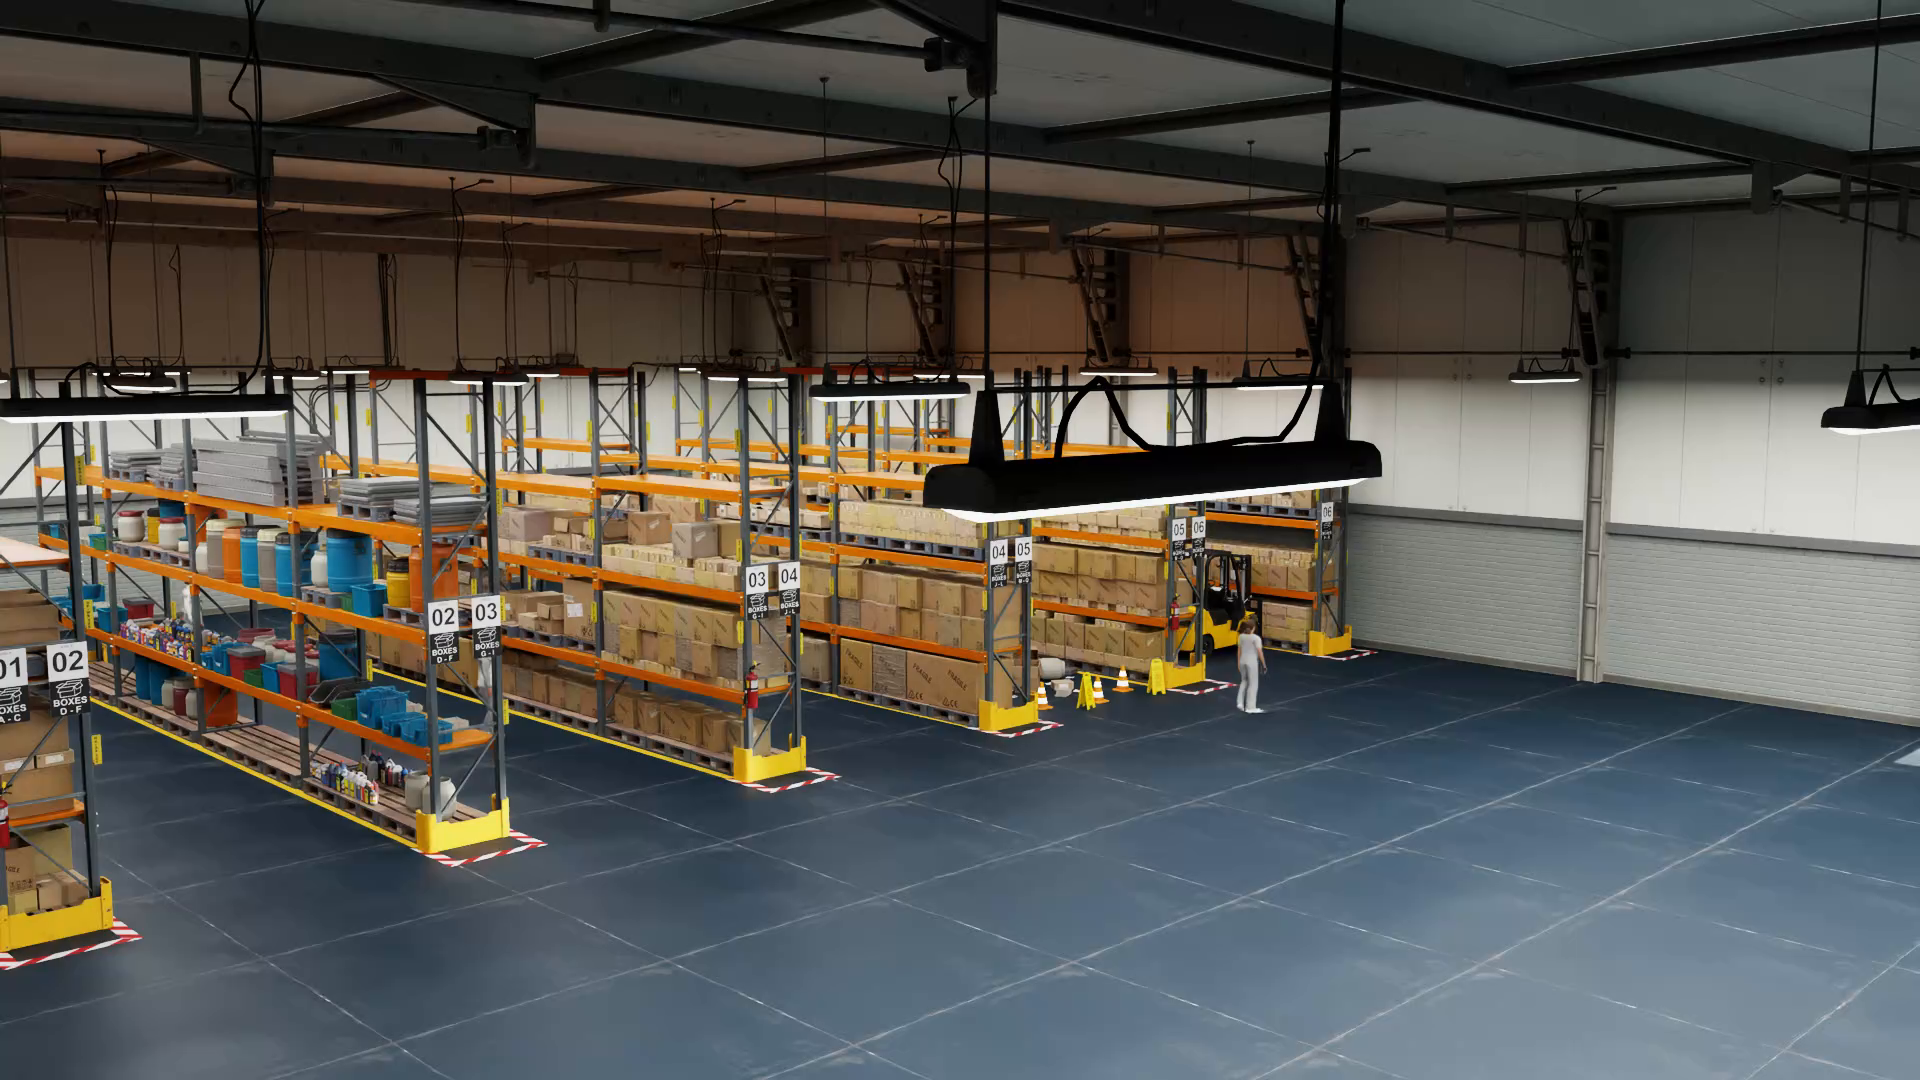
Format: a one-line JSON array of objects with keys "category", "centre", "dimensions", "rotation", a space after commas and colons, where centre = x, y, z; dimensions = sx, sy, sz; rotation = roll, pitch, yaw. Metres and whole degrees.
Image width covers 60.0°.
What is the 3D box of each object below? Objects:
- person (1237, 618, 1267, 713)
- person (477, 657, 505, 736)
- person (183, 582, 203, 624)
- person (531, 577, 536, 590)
[{"category": "person", "centre": [5.134, 2.229, 29.268], "dimensions": [0.367, 1.710, 0.531], "rotation": [-6, 9, -44]}, {"category": "person", "centre": [-7.707, 2.427, 27.294], "dimensions": [0.407, 1.858, 0.579], "rotation": [-1, 6, -5]}, {"category": "person", "centre": [-16.284, 1.541, 35.151], "dimensions": [0.775, 1.664, 0.442], "rotation": [4, 7, 29]}, {"category": "person", "centre": [-11.006, 0.658, 42.548], "dimensions": [0.459, 1.767, 0.607], "rotation": [6, 9, 41]}]
